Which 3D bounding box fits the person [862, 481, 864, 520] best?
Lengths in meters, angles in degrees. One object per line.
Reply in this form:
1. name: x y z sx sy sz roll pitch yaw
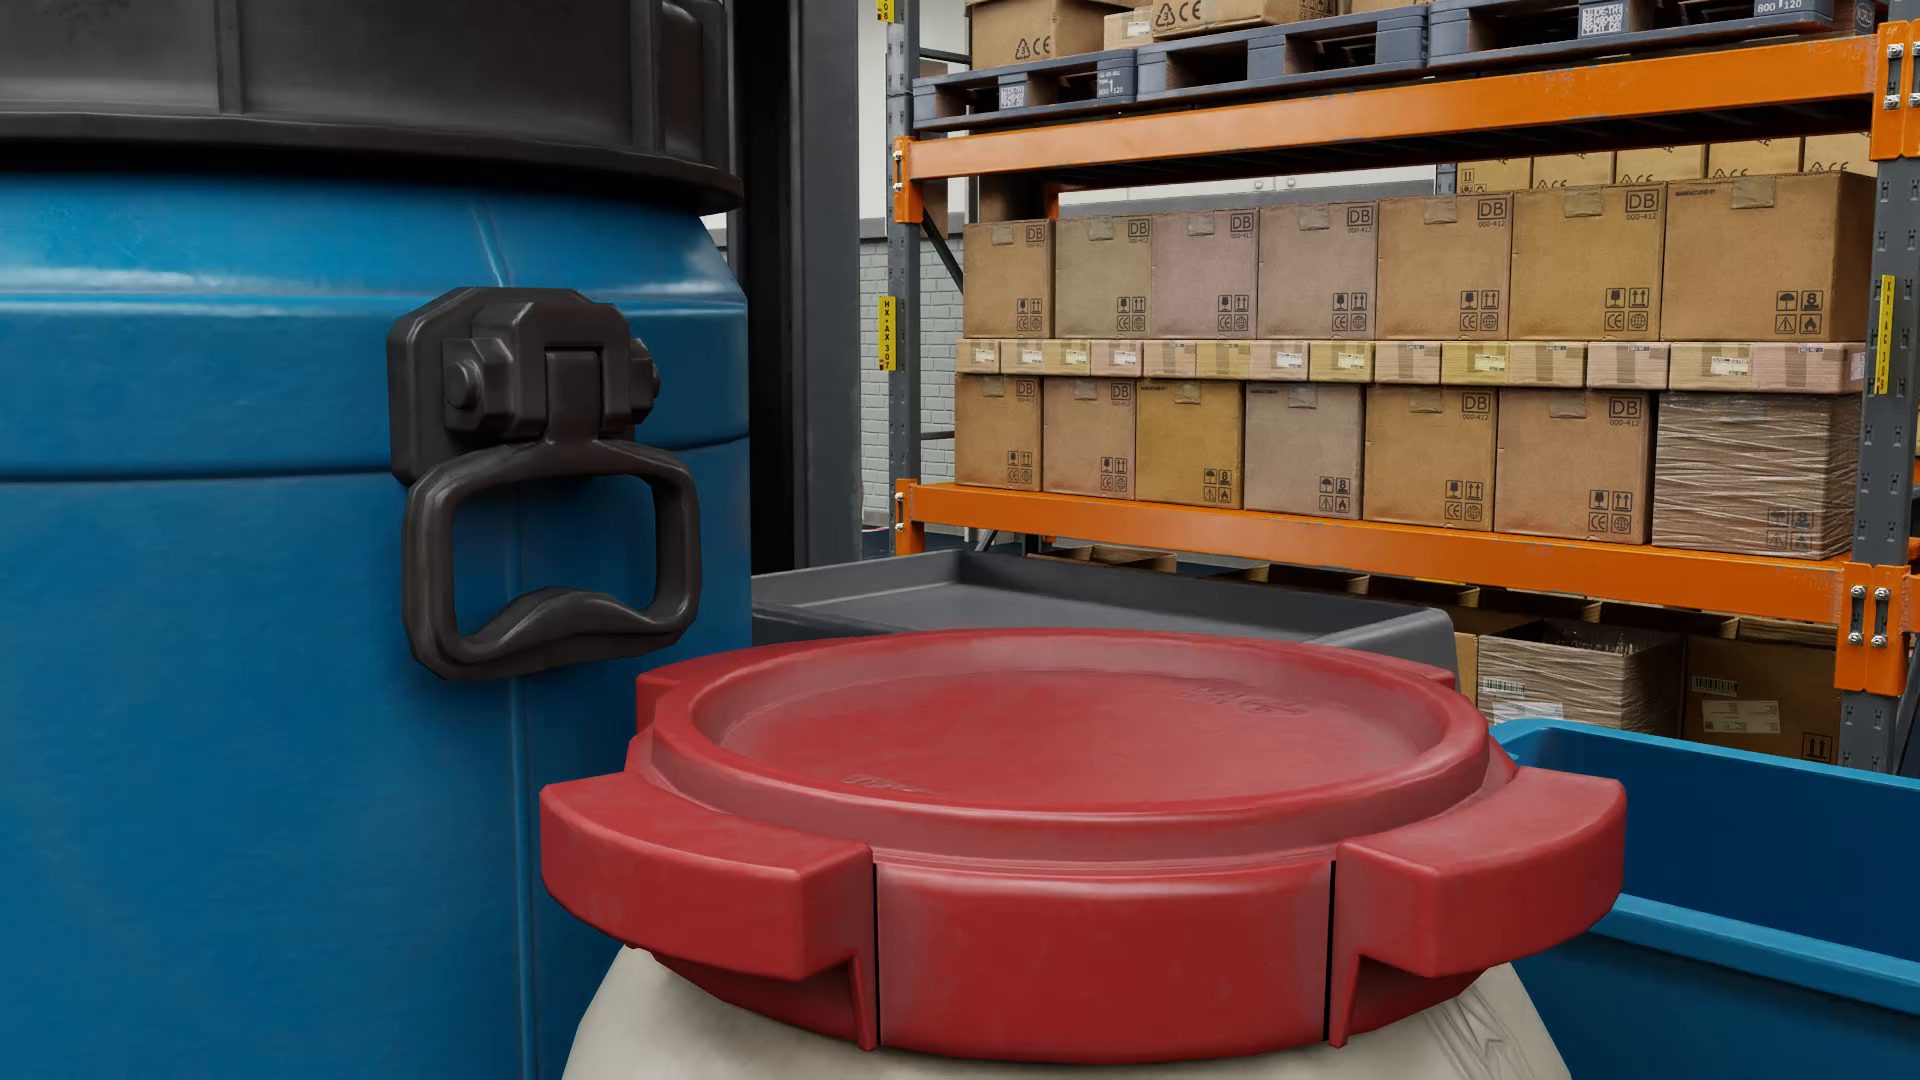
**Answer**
1. person: -0.802 -0.090 9.974 0.532 1.662 0.395 6 9 40
